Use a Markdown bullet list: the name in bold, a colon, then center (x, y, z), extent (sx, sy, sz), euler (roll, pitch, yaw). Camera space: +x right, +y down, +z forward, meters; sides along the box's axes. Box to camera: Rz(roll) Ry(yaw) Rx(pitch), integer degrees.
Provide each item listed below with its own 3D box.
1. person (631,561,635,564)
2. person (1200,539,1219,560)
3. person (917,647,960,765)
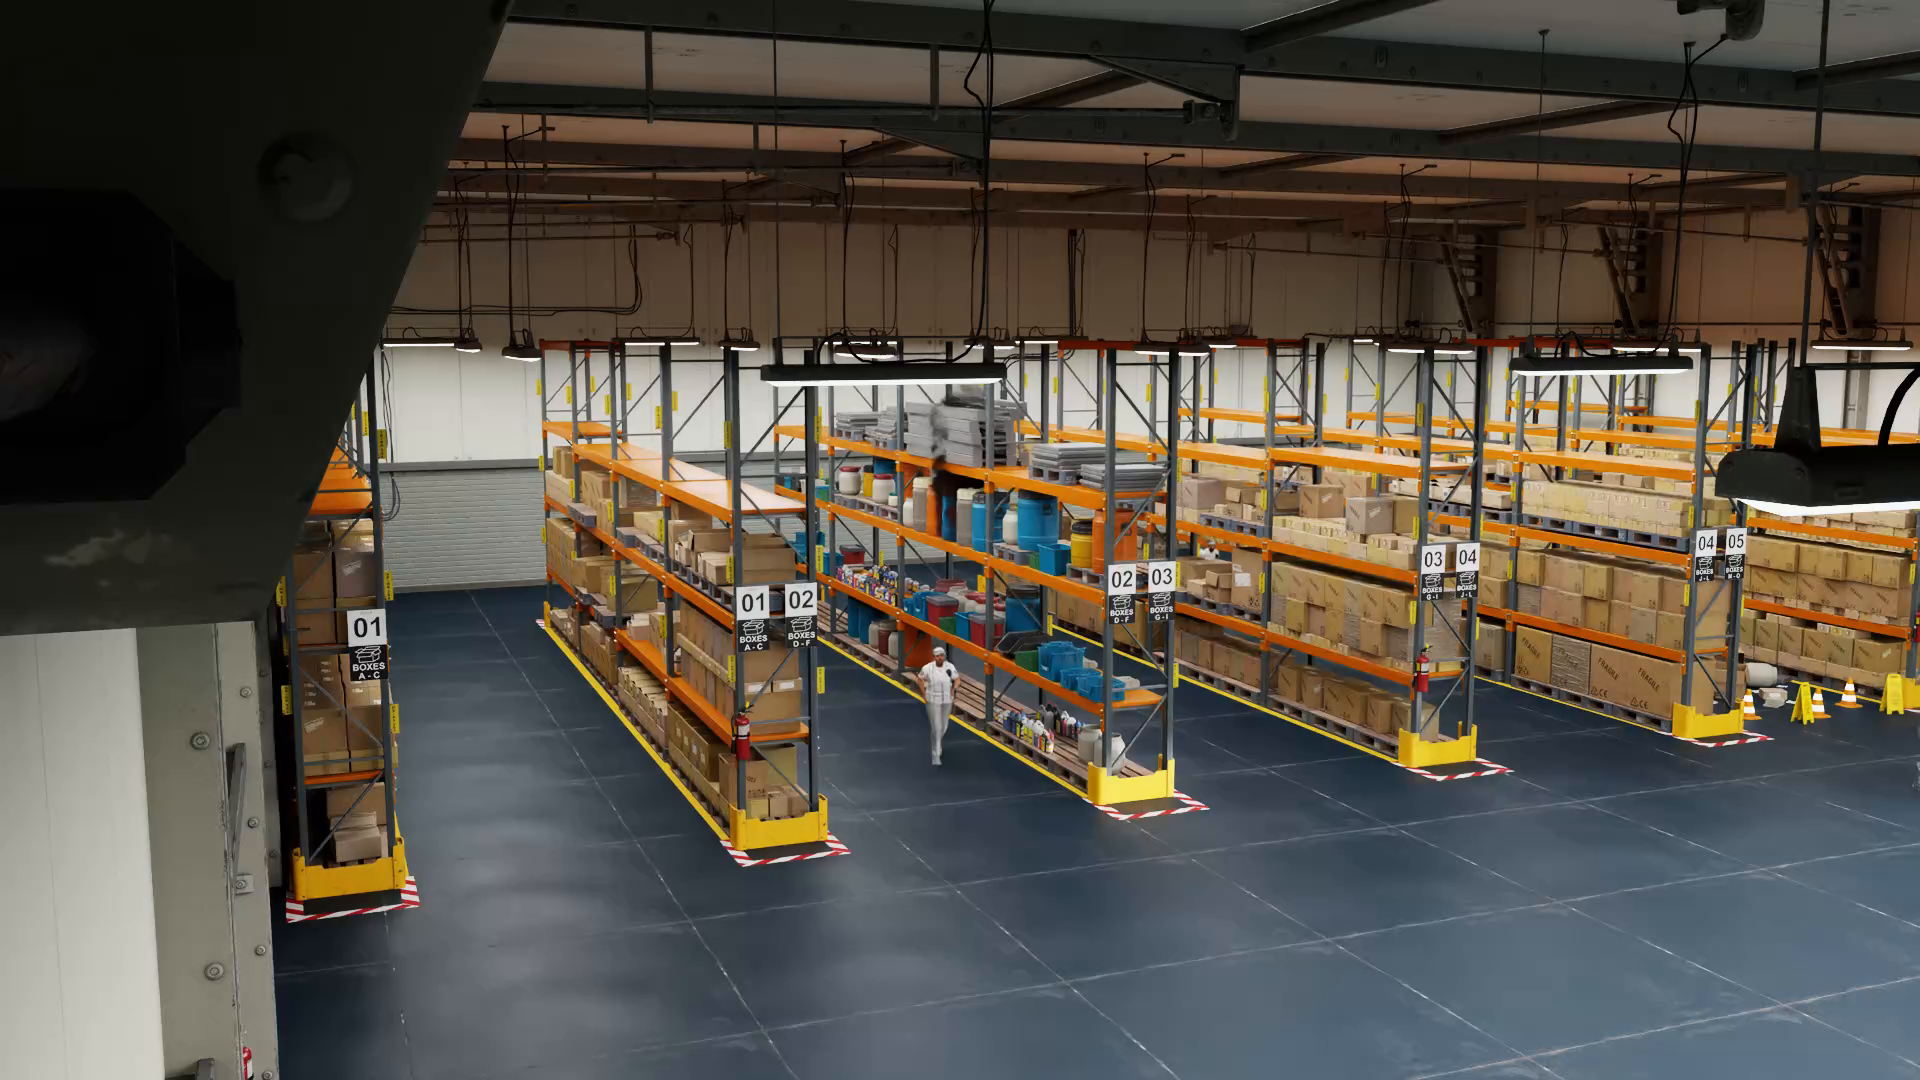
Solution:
- **person**: center (-6.913, 0.906, 35.875), extent (0.510, 1.538, 0.594), euler (4, 8, 25)
- **person**: center (5.455, 0.761, 36.839), extent (0.572, 1.658, 0.724), euler (-2, 8, -17)
- **person**: center (-0.310, 2.386, 24.233), extent (0.612, 1.736, 0.721), euler (-2, 8, -18)
